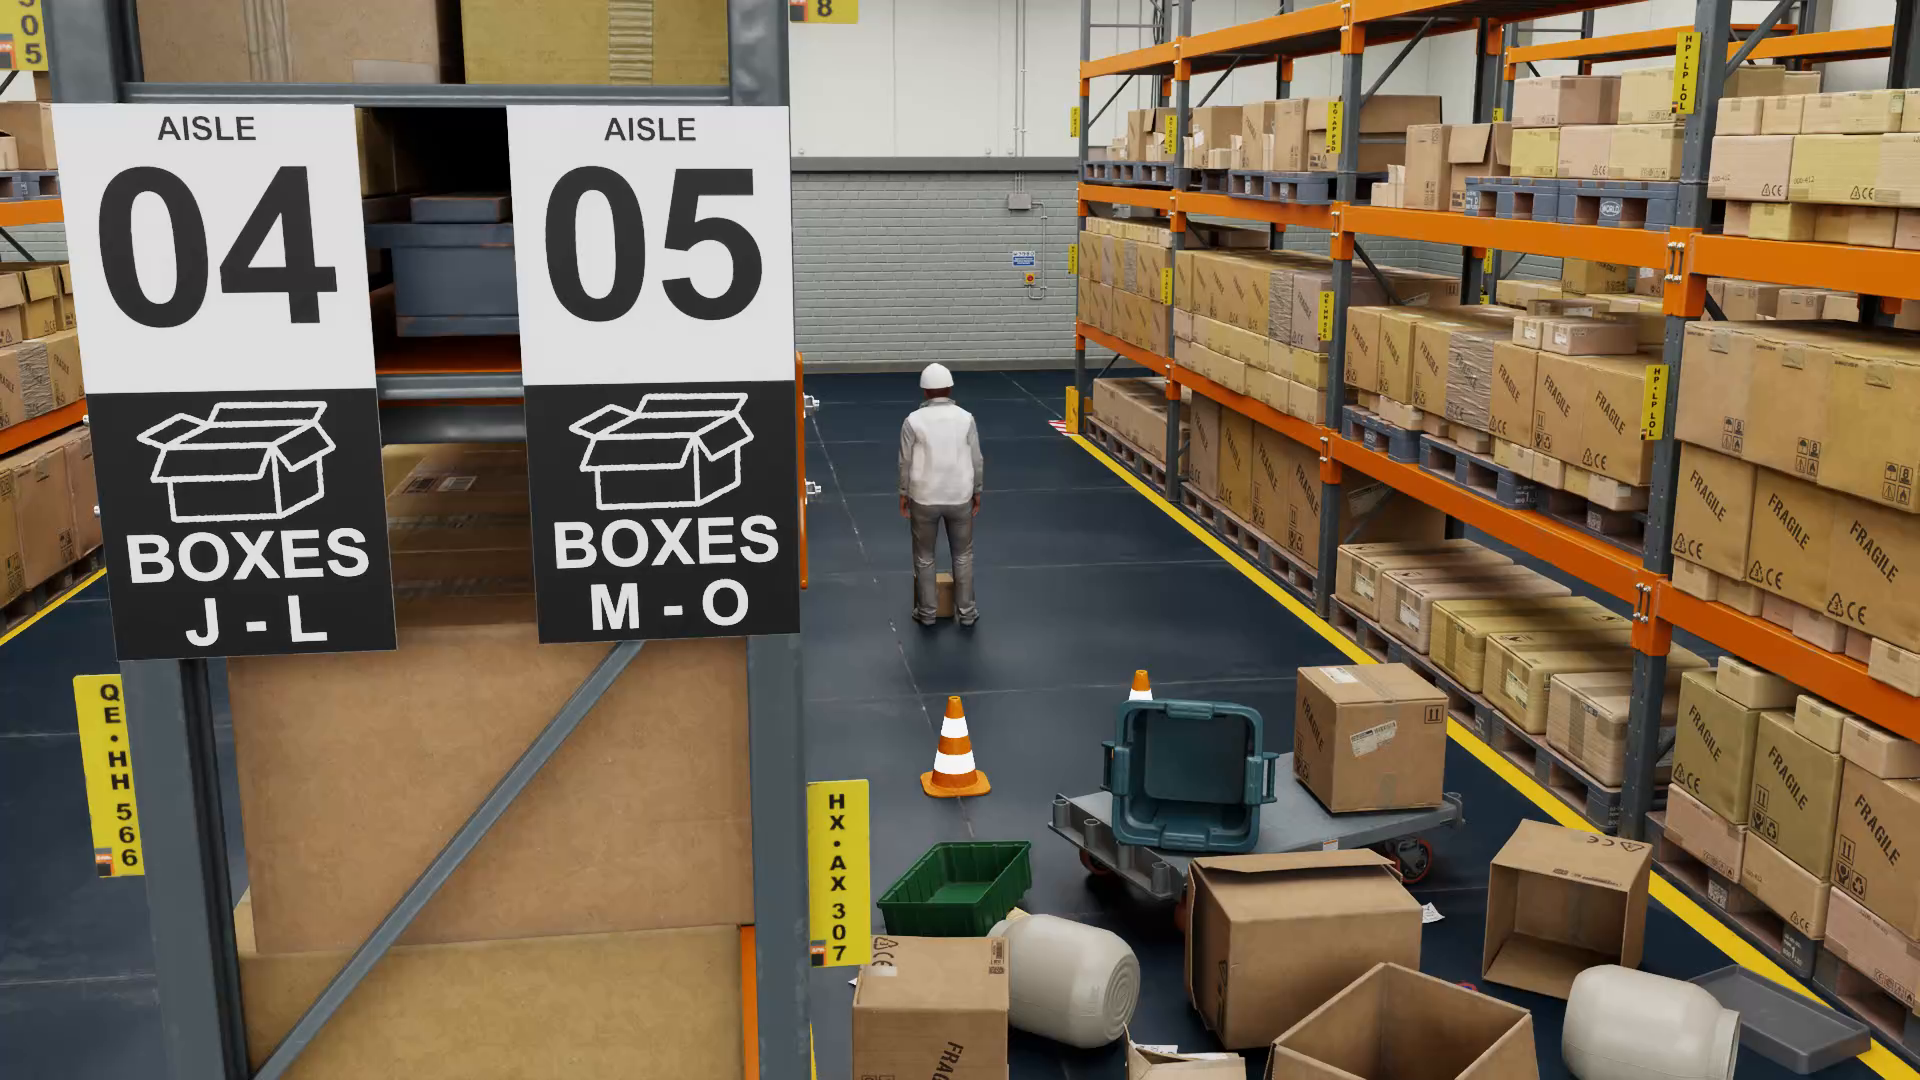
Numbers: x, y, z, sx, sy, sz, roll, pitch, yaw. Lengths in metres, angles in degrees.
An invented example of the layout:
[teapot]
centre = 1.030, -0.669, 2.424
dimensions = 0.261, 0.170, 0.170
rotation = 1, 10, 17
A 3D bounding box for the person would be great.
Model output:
[person]
centre = -0.132, -0.298, 11.207
dimensions = 0.580, 1.772, 0.461
rotation = -2, 13, -8
